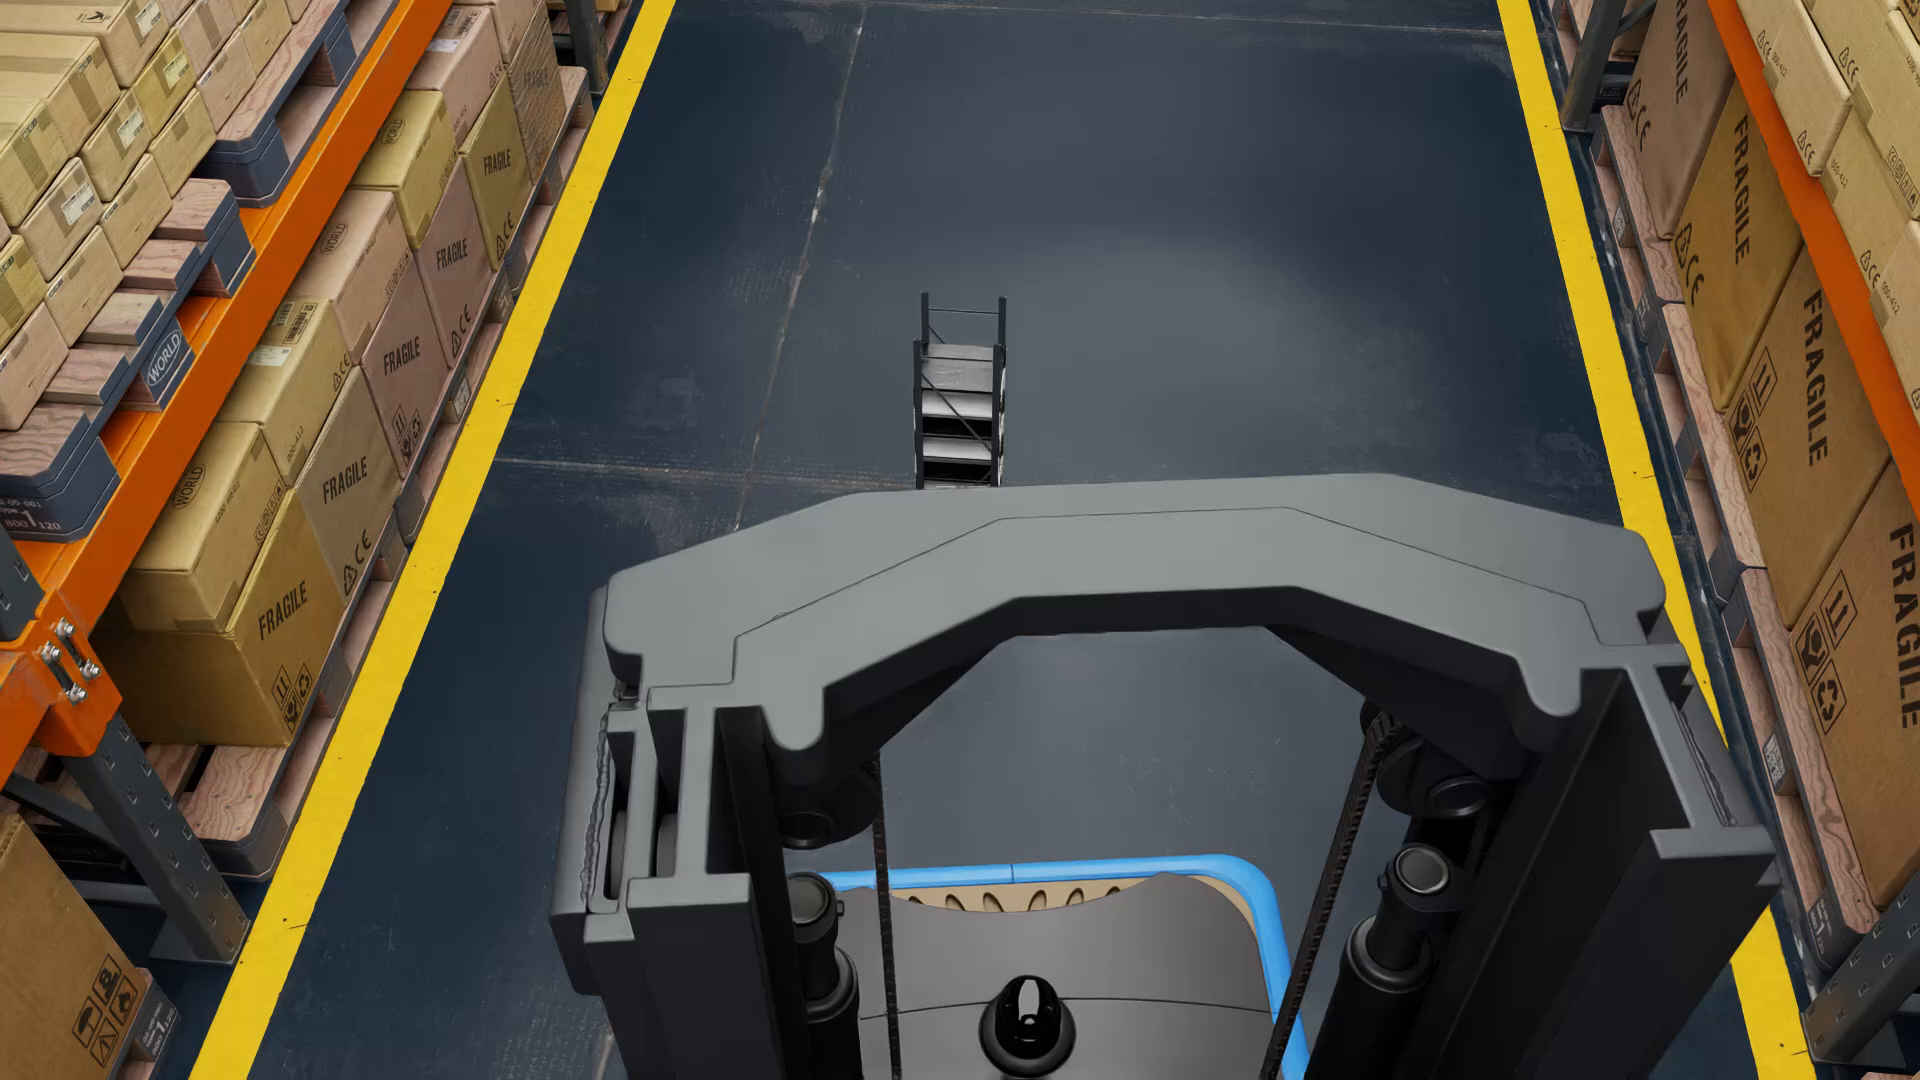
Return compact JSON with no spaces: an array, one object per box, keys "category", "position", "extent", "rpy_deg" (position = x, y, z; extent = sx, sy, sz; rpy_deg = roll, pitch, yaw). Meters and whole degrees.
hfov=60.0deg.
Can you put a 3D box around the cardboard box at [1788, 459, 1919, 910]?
[{"category":"cardboard box","position":[2.736,0.331,4.069],"extent":[0.875,0.875,0.875],"rpy_deg":[3,48,3]}]

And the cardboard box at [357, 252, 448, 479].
[{"category":"cardboard box","position":[-1.945,-0.548,5.128],"extent":[0.500,0.500,0.500],"rpy_deg":[3,48,3]}]

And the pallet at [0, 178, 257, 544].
[{"category":"pallet","position":[-2.389,-0.467,3.774],"extent":[1.213,0.211,1.003],"rpy_deg":[4,48,4]}]

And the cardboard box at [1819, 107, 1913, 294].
[{"category":"cardboard box","position":[2.471,-0.826,4.074],"extent":[0.500,0.250,0.500],"rpy_deg":[3,48,3]}]

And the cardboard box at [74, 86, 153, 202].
[{"category":"cardboard box","position":[-2.060,-0.895,3.720],"extent":[0.380,0.149,0.250],"rpy_deg":[3,48,2]}]

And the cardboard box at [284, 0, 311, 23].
[{"category":"cardboard box","position":[-1.962,-1.538,4.510],"extent":[0.380,0.149,0.250],"rpy_deg":[2,48,2]}]

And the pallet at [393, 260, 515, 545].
[{"category":"pallet","position":[-2.162,-0.528,5.590],"extent":[1.003,0.211,1.213],"rpy_deg":[4,48,4]}]

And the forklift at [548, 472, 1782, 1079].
[{"category":"forklift","position":[0.179,1.453,1.935],"extent":[1.130,2.935,3.031],"rpy_deg":[-2,48,-2]}]

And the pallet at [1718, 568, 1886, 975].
[{"category":"pallet","position":[2.738,0.625,4.535],"extent":[1.003,0.211,1.213],"rpy_deg":[4,48,4]}]

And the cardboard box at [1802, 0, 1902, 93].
[{"category":"cardboard box","position":[2.498,-1.369,4.232],"extent":[0.500,0.250,0.500],"rpy_deg":[3,48,2]}]

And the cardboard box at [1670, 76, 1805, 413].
[{"category":"cardboard box","position":[2.904,-0.981,5.269],"extent":[0.875,0.875,0.875],"rpy_deg":[5,48,5]}]

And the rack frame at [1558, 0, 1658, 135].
[{"category":"rack frame","position":[2.955,-2.681,5.670],"extent":[1.000,3.000,0.127],"rpy_deg":[4,48,4]}]

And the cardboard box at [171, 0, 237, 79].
[{"category":"cardboard box","position":[-2.014,-1.264,4.057],"extent":[0.380,0.149,0.250],"rpy_deg":[4,48,4]}]

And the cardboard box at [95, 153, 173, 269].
[{"category":"cardboard box","position":[-2.058,-0.768,3.805],"extent":[0.380,0.149,0.250],"rpy_deg":[6,48,5]}]

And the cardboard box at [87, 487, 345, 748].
[{"category":"cardboard box","position":[-2.030,0.199,4.445],"extent":[0.500,0.500,0.500],"rpy_deg":[2,48,2]}]

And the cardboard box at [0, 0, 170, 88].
[{"category":"cardboard box","position":[-2.040,-1.157,3.758],"extent":[0.380,0.149,0.250],"rpy_deg":[2,48,2]}]

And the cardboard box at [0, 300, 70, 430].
[{"category":"cardboard box","position":[-2.106,-0.373,3.444],"extent":[0.380,0.149,0.250],"rpy_deg":[3,48,3]}]

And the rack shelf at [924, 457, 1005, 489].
[{"category":"rack shelf","position":[0.001,-0.166,5.081],"extent":[0.258,0.077,0.200],"rpy_deg":[4,48,4]}]

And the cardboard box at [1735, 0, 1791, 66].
[{"category":"cardboard box","position":[2.544,-1.569,4.754],"extent":[0.500,0.250,0.500],"rpy_deg":[4,48,3]}]

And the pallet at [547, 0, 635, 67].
[{"category":"pallet","position":[-1.958,-2.495,7.389],"extent":[1.003,0.211,1.213],"rpy_deg":[4,48,4]}]

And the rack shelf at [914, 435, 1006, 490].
[{"category":"rack shelf","position":[0.001,-0.226,5.014],"extent":[0.258,0.077,0.200],"rpy_deg":[4,48,4]}]

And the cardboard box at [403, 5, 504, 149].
[{"category":"cardboard box","position":[-1.860,-1.550,5.536],"extent":[0.500,0.250,0.500],"rpy_deg":[6,48,5]}]

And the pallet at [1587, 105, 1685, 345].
[{"category":"pallet","position":[2.960,-1.168,6.175],"extent":[1.003,0.211,1.213],"rpy_deg":[4,48,4]}]

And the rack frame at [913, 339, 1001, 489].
[{"category":"rack frame","position":[-0.009,-0.235,4.855],"extent":[0.240,0.900,0.006],"rpy_deg":[4,48,4]}]

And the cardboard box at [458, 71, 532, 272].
[{"category":"cardboard box","position":[-1.847,-1.300,5.816],"extent":[0.500,0.500,0.500],"rpy_deg":[3,48,3]}]

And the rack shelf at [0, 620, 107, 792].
[{"category":"rack shelf","position":[-2.530,1.712,2.139],"extent":[1.077,0.370,4.000],"rpy_deg":[4,48,4]}]

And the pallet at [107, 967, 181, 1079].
[{"category":"pallet","position":[-2.495,1.515,3.721],"extent":[1.003,0.211,1.213],"rpy_deg":[4,48,4]}]

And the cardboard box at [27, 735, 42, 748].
[{"category":"cardboard box","position":[-2.548,0.200,4.444],"extent":[0.500,0.500,0.500],"rpy_deg":[4,48,3]}]

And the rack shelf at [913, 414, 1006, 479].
[{"category":"rack shelf","position":[0.001,-0.287,4.948],"extent":[0.258,0.077,0.200],"rpy_deg":[4,48,4]}]

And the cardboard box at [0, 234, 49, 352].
[{"category":"cardboard box","position":[-2.104,-0.499,3.358],"extent":[0.380,0.149,0.250],"rpy_deg":[6,48,5]}]

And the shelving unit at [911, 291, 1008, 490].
[{"category":"shelving unit","position":[0.001,-0.310,4.923],"extent":[0.258,0.900,0.210],"rpy_deg":[4,48,4]}]

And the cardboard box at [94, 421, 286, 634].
[{"category":"cardboard box","position":[-2.044,-0.042,4.157],"extent":[0.500,0.250,0.500],"rpy_deg":[2,48,2]}]

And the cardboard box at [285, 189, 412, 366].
[{"category":"cardboard box","position":[-1.940,-0.778,4.830],"extent":[0.500,0.250,0.500],"rpy_deg":[4,48,4]}]

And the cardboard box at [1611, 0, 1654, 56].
[{"category":"cardboard box","position":[3.119,-2.412,6.875],"extent":[0.875,0.438,0.875],"rpy_deg":[3,48,3]}]

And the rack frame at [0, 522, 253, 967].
[{"category":"rack frame","position":[-2.348,-0.001,3.218],"extent":[1.000,3.000,0.127],"rpy_deg":[4,48,4]}]

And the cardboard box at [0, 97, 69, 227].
[{"category":"cardboard box","position":[-2.091,-0.783,3.415],"extent":[0.380,0.149,0.250],"rpy_deg":[3,48,2]}]

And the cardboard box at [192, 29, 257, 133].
[{"category":"cardboard box","position":[-2.013,-1.162,4.166],"extent":[0.380,0.149,0.250],"rpy_deg":[5,48,5]}]
